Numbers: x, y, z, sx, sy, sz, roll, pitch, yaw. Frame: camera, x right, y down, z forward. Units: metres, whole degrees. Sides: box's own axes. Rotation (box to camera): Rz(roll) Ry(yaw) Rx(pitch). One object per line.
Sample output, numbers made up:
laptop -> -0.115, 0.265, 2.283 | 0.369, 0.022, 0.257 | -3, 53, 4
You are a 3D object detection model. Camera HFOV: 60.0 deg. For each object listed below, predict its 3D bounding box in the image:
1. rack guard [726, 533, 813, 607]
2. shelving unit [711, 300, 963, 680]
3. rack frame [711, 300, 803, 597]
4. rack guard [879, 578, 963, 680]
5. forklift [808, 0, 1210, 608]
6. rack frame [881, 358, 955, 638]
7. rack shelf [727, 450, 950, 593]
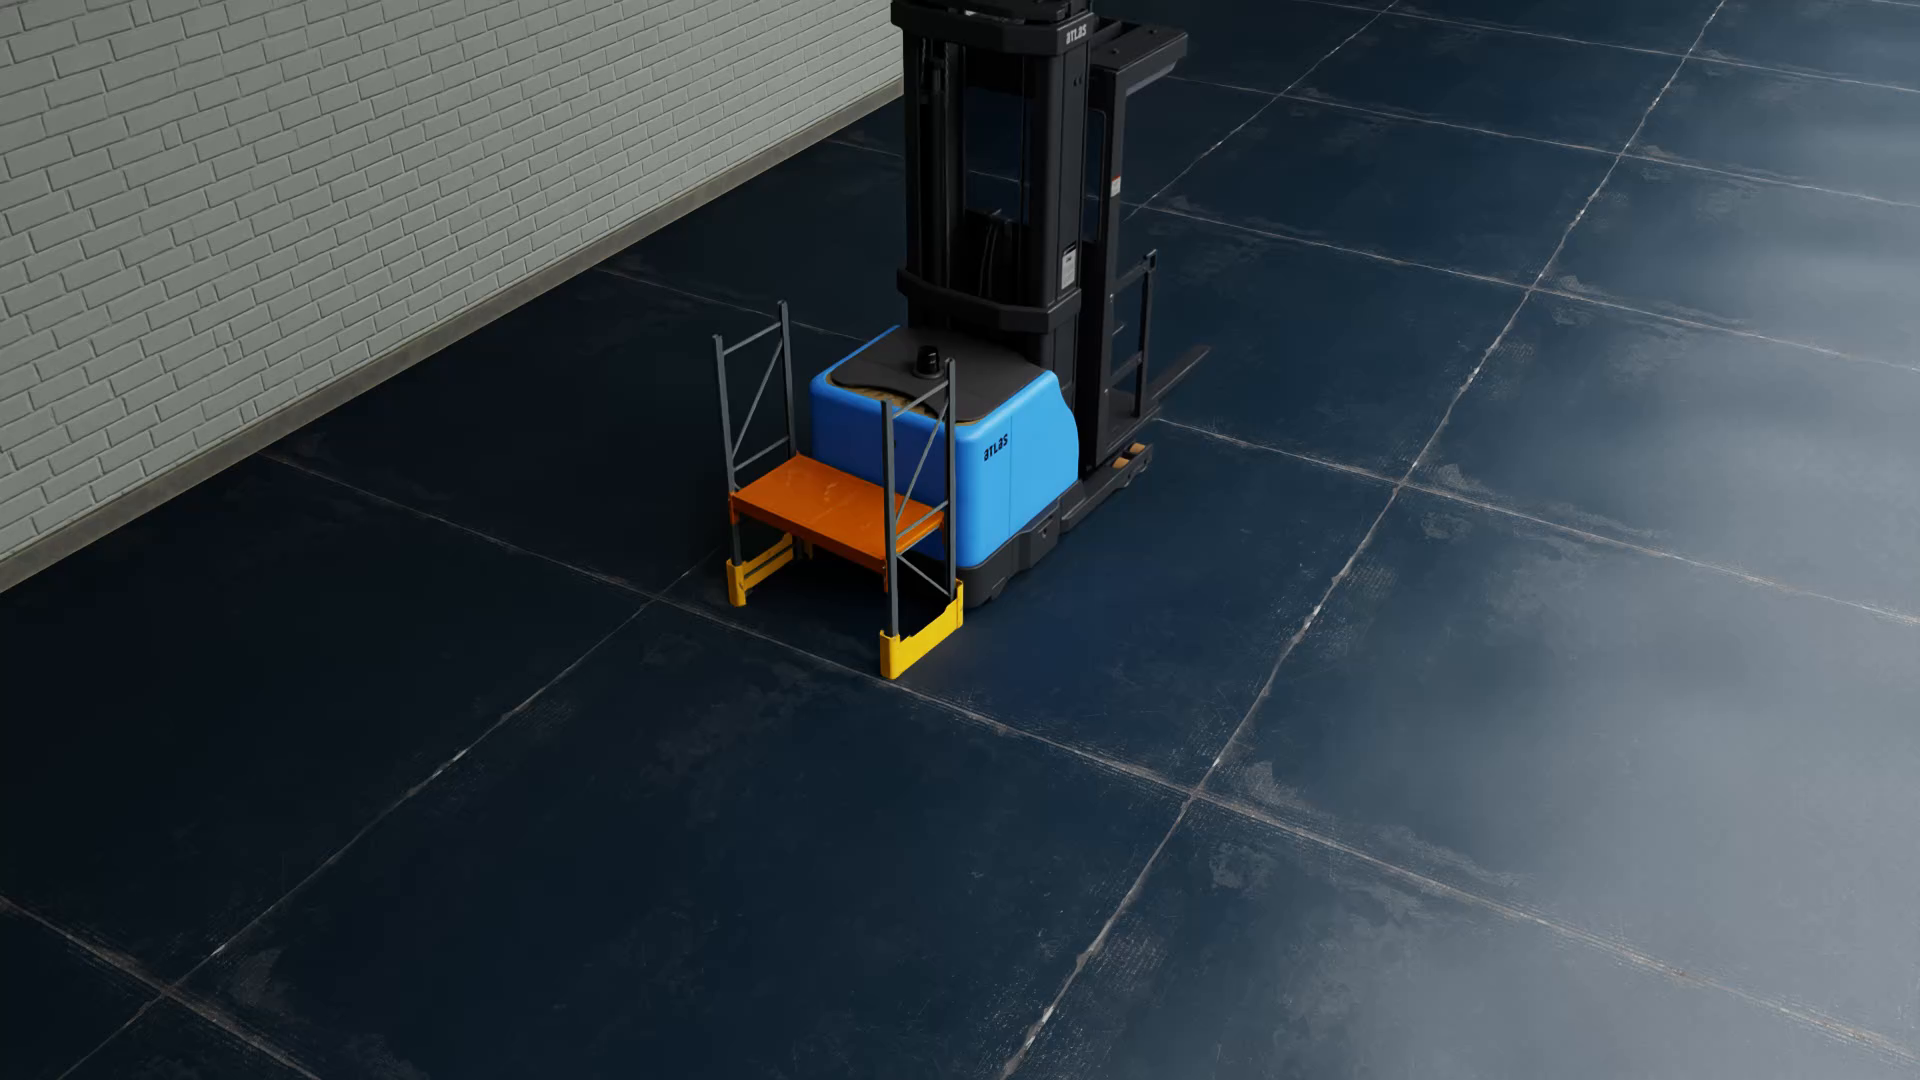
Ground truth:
rack guard -> -0.983, 0.101, 8.644 | 0.087, 0.250, 0.587 | 22, 40, 30
shelving unit -> -0.584, -0.255, 8.050 | 1.083, 1.500, 0.587 | 22, 40, 30
rack frame -> -0.999, -0.426, 8.307 | 0.032, 1.500, 0.500 | 22, 40, 30
rack guard -> -0.184, 0.430, 8.149 | 0.087, 0.250, 0.587 | 22, 40, 30
forklift -> 0.458, -1.654, 8.860 | 1.130, 2.935, 3.031 | 20, 39, 27
rack frame -> -0.183, -0.089, 7.802 | 0.032, 1.500, 0.500 | 22, 40, 30
rack shelf -> -0.591, -0.108, 8.154 | 1.000, 0.185, 0.538 | 22, 40, 30
